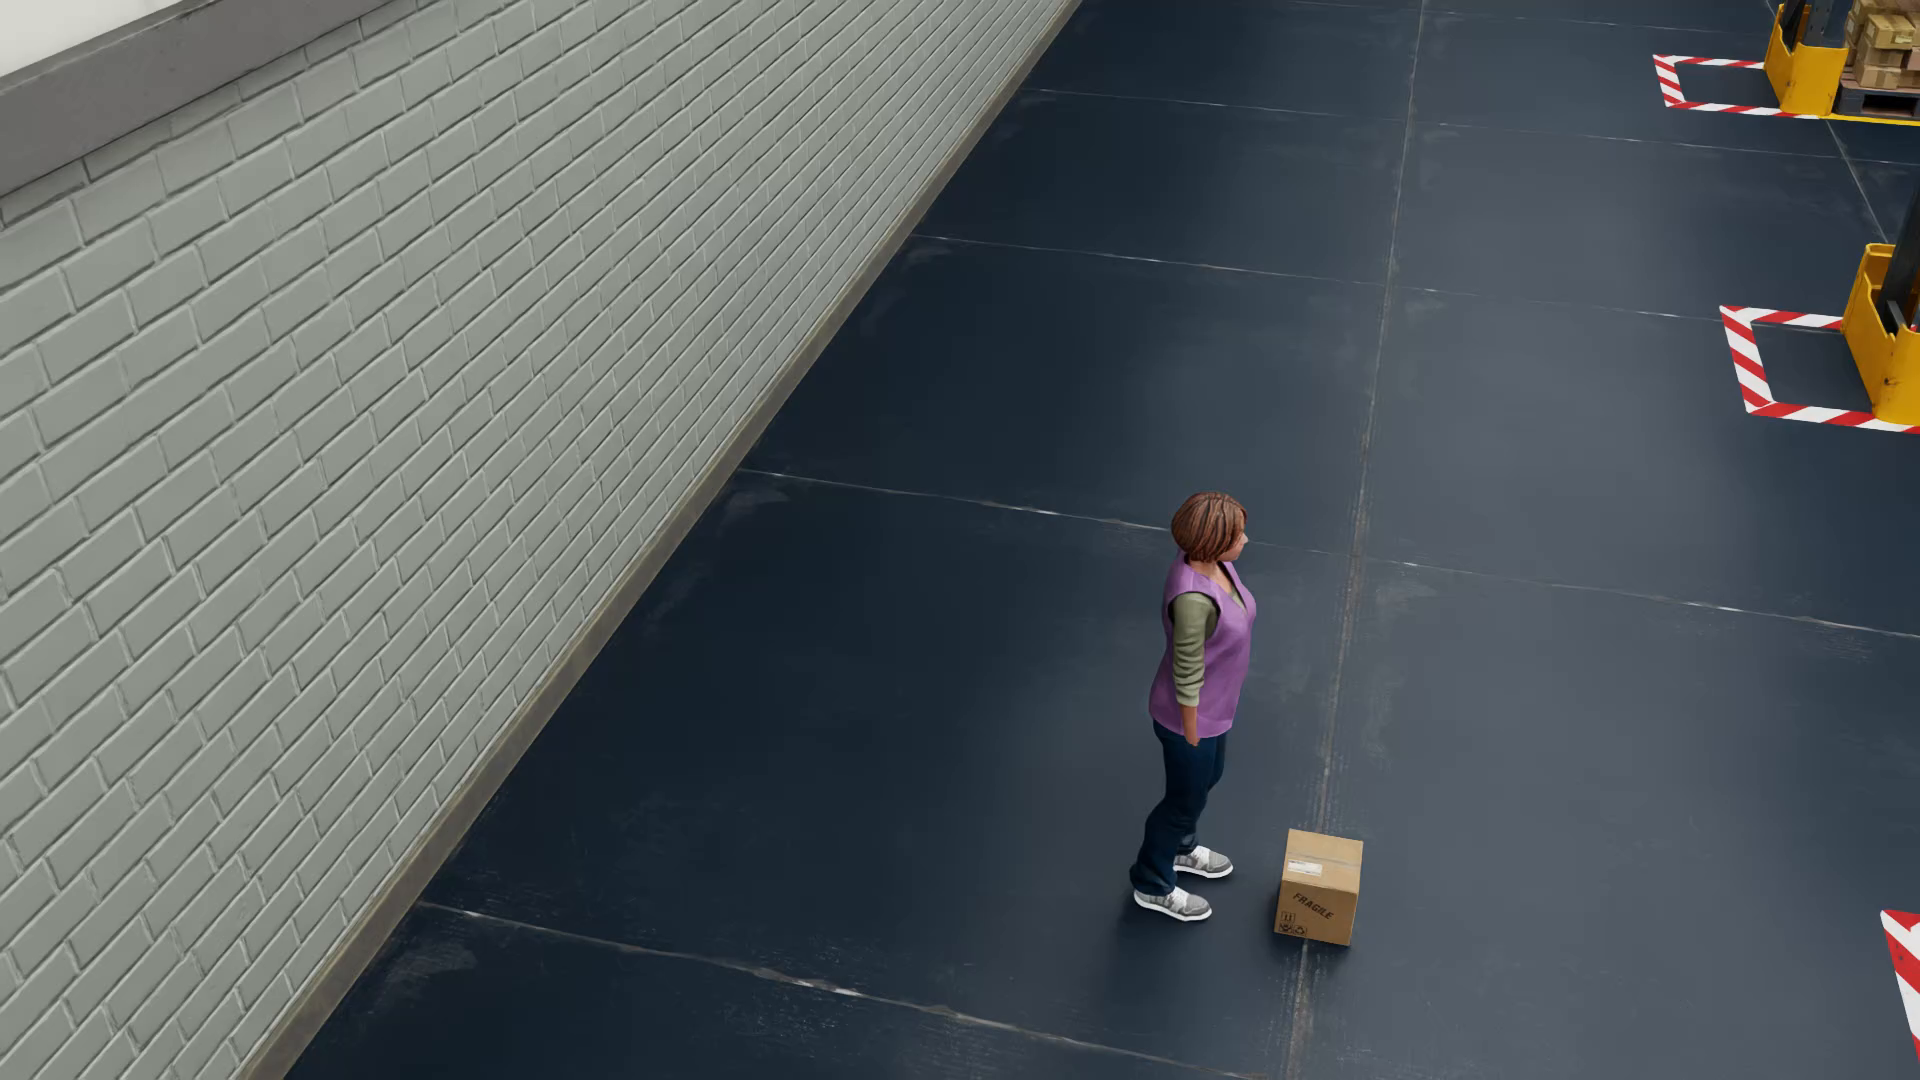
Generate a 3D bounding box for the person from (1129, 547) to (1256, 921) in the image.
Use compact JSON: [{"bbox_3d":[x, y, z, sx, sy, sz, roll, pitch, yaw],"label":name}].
[{"bbox_3d":[0.907,2.659,0.640,3.384,3.196,10.133,9,34,13],"label":"person"}]
